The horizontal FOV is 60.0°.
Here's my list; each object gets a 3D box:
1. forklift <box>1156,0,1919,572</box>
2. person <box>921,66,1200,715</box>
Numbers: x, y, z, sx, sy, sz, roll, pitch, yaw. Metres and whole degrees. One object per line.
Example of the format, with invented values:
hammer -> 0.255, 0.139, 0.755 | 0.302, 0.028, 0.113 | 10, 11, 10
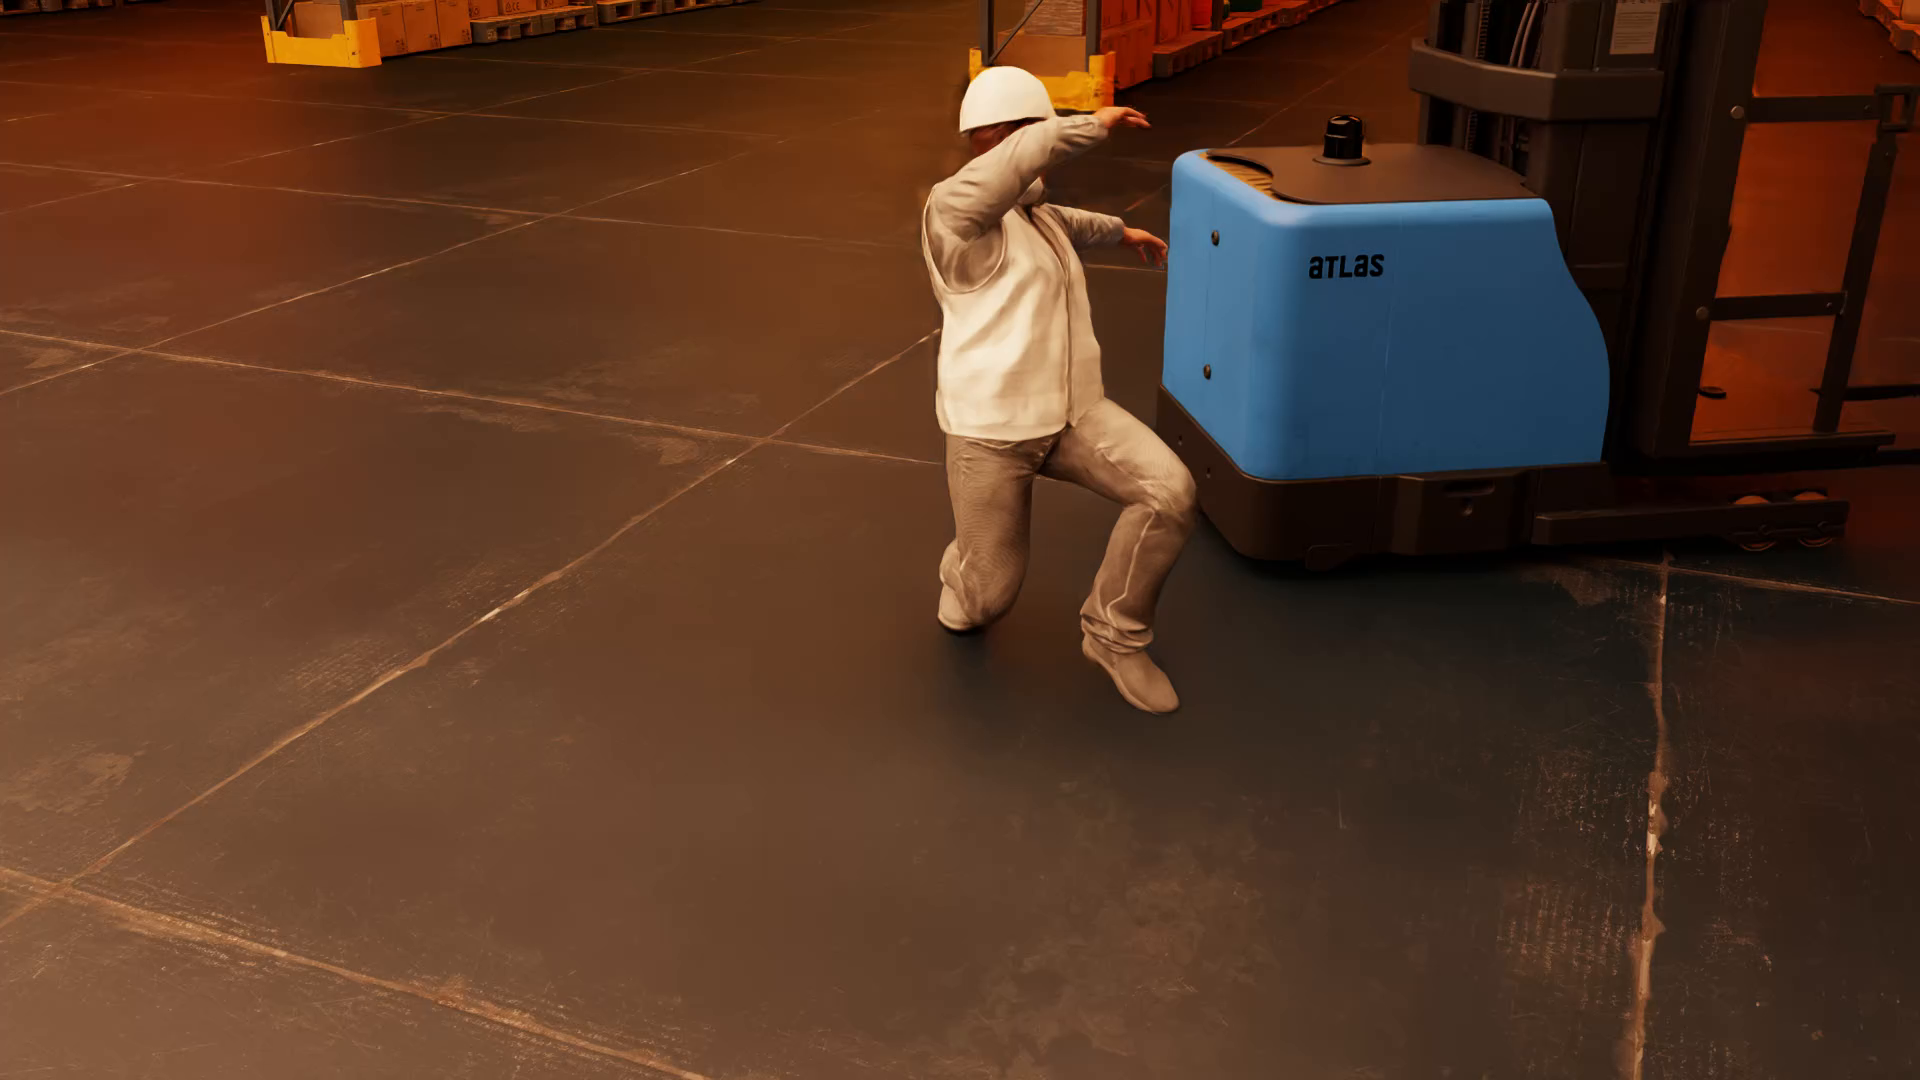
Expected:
forklift -> 2.223, -1.515, 4.916 | 3.031, 2.935, 1.130 | -4, 23, -9
person -> 0.405, -0.425, 4.220 | 1.012, 1.488, 0.918 | -17, 28, -35
